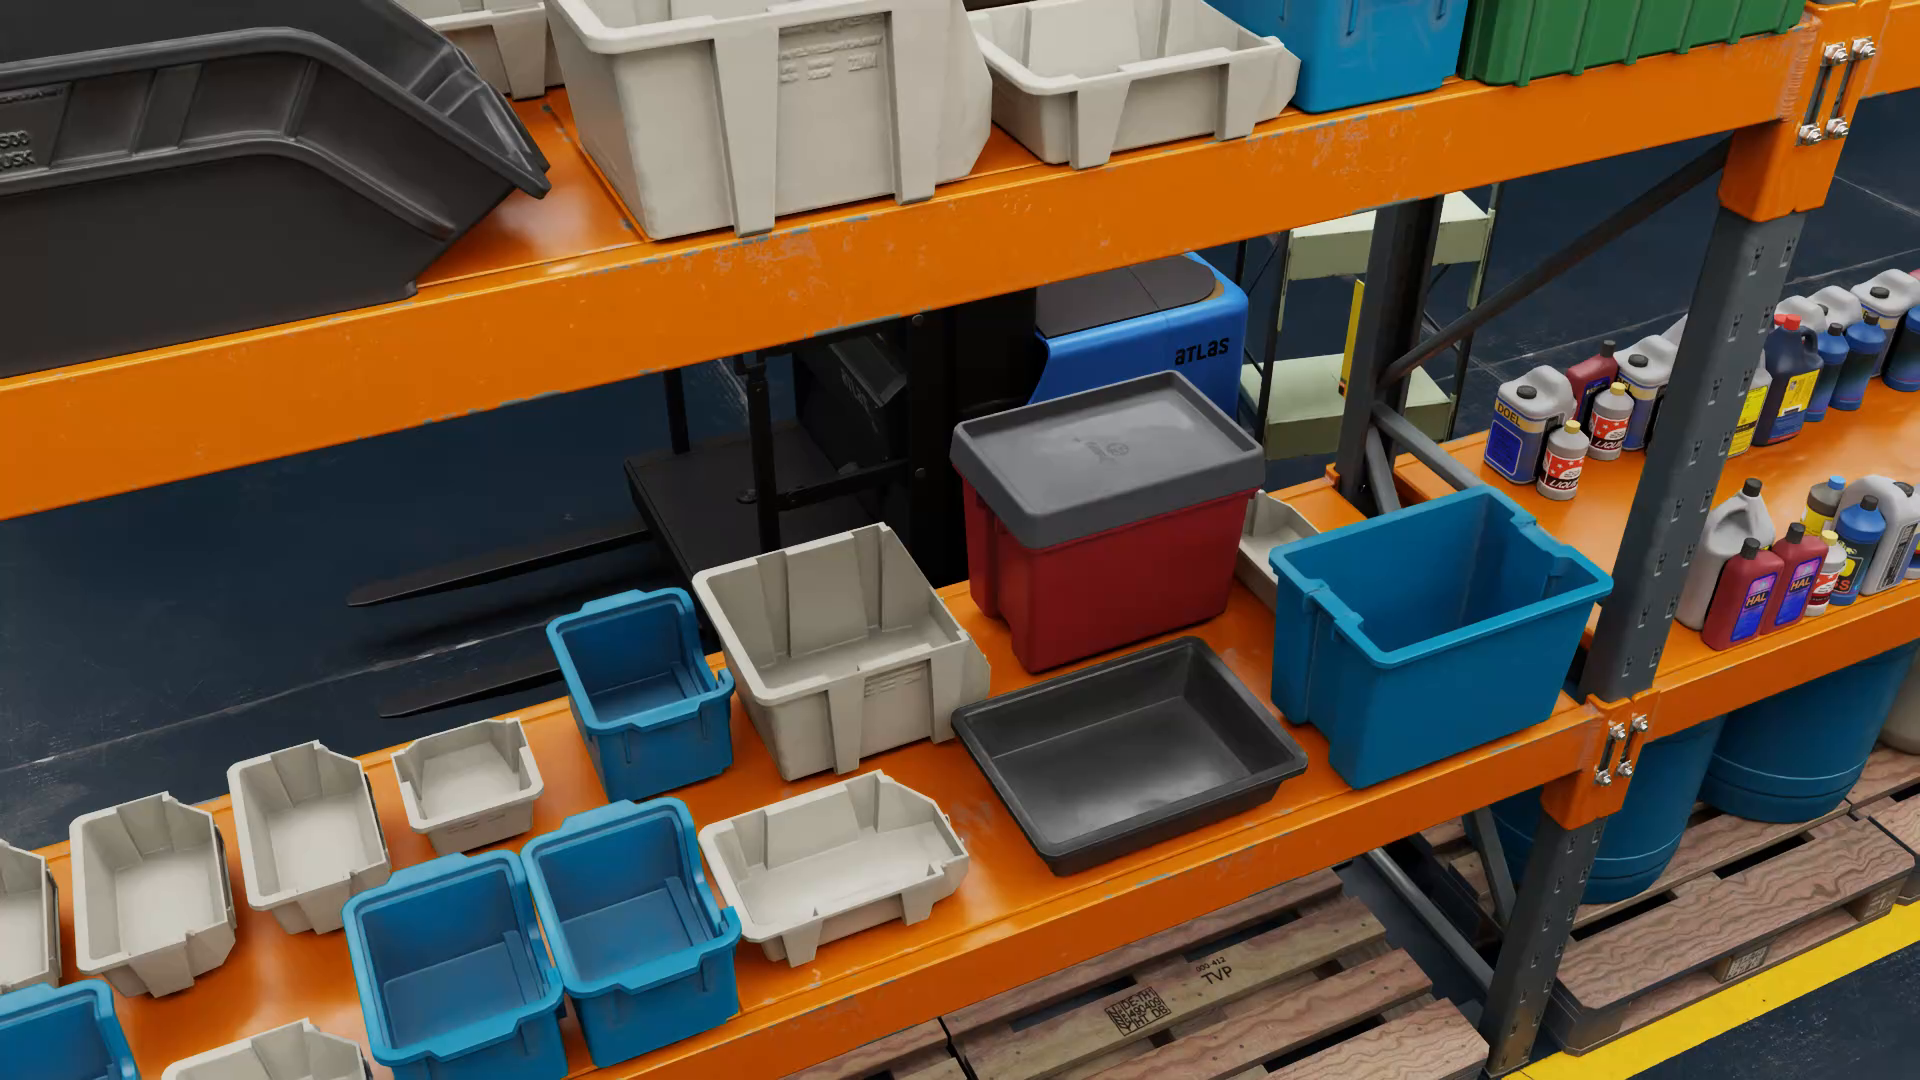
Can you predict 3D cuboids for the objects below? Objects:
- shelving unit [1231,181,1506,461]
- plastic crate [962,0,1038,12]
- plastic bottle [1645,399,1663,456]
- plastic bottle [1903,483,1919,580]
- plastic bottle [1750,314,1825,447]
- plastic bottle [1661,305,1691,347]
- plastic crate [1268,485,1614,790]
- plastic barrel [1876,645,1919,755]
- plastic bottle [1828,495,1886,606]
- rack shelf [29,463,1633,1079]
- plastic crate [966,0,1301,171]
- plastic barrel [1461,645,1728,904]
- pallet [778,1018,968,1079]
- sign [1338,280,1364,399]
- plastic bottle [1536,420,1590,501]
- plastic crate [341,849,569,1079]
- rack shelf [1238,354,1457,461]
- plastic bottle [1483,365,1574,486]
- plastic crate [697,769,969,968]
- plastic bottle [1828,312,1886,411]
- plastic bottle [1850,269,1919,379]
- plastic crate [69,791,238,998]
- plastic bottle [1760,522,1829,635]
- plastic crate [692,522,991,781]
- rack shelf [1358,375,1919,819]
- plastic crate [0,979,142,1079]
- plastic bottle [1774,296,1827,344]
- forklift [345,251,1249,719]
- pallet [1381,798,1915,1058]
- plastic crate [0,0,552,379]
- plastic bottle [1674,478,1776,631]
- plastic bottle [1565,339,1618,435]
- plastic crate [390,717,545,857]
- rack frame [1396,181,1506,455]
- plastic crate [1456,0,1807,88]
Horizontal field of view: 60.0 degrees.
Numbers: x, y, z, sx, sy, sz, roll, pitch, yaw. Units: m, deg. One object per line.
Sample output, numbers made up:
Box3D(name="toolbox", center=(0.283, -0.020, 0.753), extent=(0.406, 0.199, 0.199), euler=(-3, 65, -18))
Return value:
Box3D(name="shelving unit", center=(1.375, -0.701, 5.936), extent=(0.755, 1.500, 0.431), euler=(-7, 37, -10))
Box3D(name="plastic crate", center=(-0.012, -1.061, 2.754), extent=(0.590, 0.269, 0.497), euler=(-16, 39, -20))
Box3D(name="plastic bottle", center=(1.849, -0.300, 4.303), extent=(0.097, 0.201, 0.097), euler=(0, 37, 0))
Box3D(name="plastic bottle", center=(2.258, -0.043, 3.898), extent=(0.097, 0.271, 0.097), euler=(0, 37, 0))
Box3D(name="plastic bottle", center=(2.151, -0.434, 4.358), extent=(0.185, 0.351, 0.144), euler=(-16, 39, -20))
Box3D(name="plastic bottle", center=(1.922, -0.465, 4.400), extent=(0.185, 0.351, 0.144), euler=(-16, 39, -20))
Box3D(name="plastic crate", center=(0.952, 0.209, 3.413), extent=(0.575, 0.384, 0.392), euler=(-16, 39, -20))
Box3D(name="plastic barrel", center=(2.919, 0.353, 4.992), extent=(0.421, 0.512, 0.421), euler=(0, 37, 0))
Box3D(name="plastic bottle", center=(2.048, 0.016, 3.818), extent=(0.097, 0.271, 0.097), euler=(0, 37, 0))
Box3D(name="rack shelf", center=(-0.581, 0.720, 3.366), extent=(4.000, 0.370, 1.077), euler=(-16, 39, -20))
Box3D(name="plastic crate", center=(0.240, -0.647, 2.308), extent=(0.466, 0.136, 0.293), euler=(-16, 39, -20))
Box3D(name="plastic barrel", center=(1.729, 0.470, 4.507), extent=(0.708, 0.901, 0.600), euler=(-16, 39, -20))
Box3D(name="pallet", center=(-0.526, 1.563, 3.966), extent=(1.213, 0.211, 1.003), euler=(-16, 39, -20))
Box3D(name="sign", center=(0.997, -0.484, 4.152), extent=(0.005, 0.325, 0.100), euler=(-16, 39, -20))
Box3D(name="plastic bottle", center=(1.519, -0.207, 4.178), extent=(0.097, 0.201, 0.097), euler=(0, 37, 0))
Box3D(name="plastic crate", center=(-0.836, 0.762, 2.795), extent=(0.300, 0.233, 0.416), euler=(-16, 39, -20))
Box3D(name="rack shelf", center=(1.375, -0.439, 6.130), extent=(0.720, 0.370, 0.431), euler=(-7, 37, -10))
Box3D(name="plastic bottle", center=(1.449, -0.300, 4.240), extent=(0.135, 0.276, 0.152), euler=(-16, 39, -20))
Box3D(name="plastic crate", center=(-0.219, 0.609, 3.082), extent=(0.466, 0.136, 0.293), euler=(-16, 39, -20))
Box3D(name="plastic bottle", center=(2.428, -0.489, 4.500), extent=(0.097, 0.271, 0.097), euler=(0, 37, 0))
Box3D(name="plastic bottle", center=(2.568, -0.613, 4.662), extent=(0.135, 0.276, 0.152), euler=(-16, 39, -20))
Box3D(name="plastic crate", center=(-1.462, 0.649, 3.028), extent=(0.243, 0.136, 0.396), euler=(-16, 39, -20))
Box3D(name="plastic bottle", center=(1.863, 0.075, 3.729), extent=(0.133, 0.283, 0.061), euler=(-16, 39, -20))
Box3D(name="plastic crate", center=(-0.231, 0.235, 3.464), extent=(0.530, 0.282, 0.437), euler=(-16, 39, -20))
Box3D(name="rack shelf", center=(3.040, -0.293, 4.731), extent=(4.000, 0.370, 1.077), euler=(-16, 39, -20))
Box3D(name="plastic crate", center=(-1.432, 0.929, 2.570), extent=(0.300, 0.233, 0.416), euler=(-16, 39, -20))
Box3D(name="plastic bottle", center=(2.236, -0.520, 4.537), extent=(0.135, 0.276, 0.152), euler=(-16, 39, -20))
Box3D(name="forklift", center=(-0.569, -1.016, 5.160), extent=(3.031, 2.935, 1.130), euler=(-16, 39, -20))
Box3D(name="pallet", center=(1.945, 0.872, 4.897), extent=(1.213, 0.211, 1.003), euler=(-16, 39, -20))
Box3D(name="plastic crate", center=(-0.892, -0.481, 1.915), extent=(0.767, 0.338, 0.504), euler=(-16, 39, -20))
Box3D(name="plastic bottle", center=(1.722, 0.020, 3.747), extent=(0.185, 0.351, 0.144), euler=(-16, 39, -20))
Box3D(name="plastic bottle", center=(1.639, -0.386, 4.350), extent=(0.133, 0.283, 0.061), euler=(-16, 39, -20))
Box3D(name="plastic crate", center=(-0.960, 0.481, 3.255), extent=(0.250, 0.136, 0.298), euler=(-16, 39, -20))
Box3D(name="rack frame", center=(1.733, -0.747, 5.998), extent=(0.023, 1.500, 0.400), euler=(-7, 37, -10))
Box3D(name="plastic crate", center=(0.974, -0.925, 2.639), extent=(0.662, 0.188, 0.450), euler=(-16, 39, -20))
